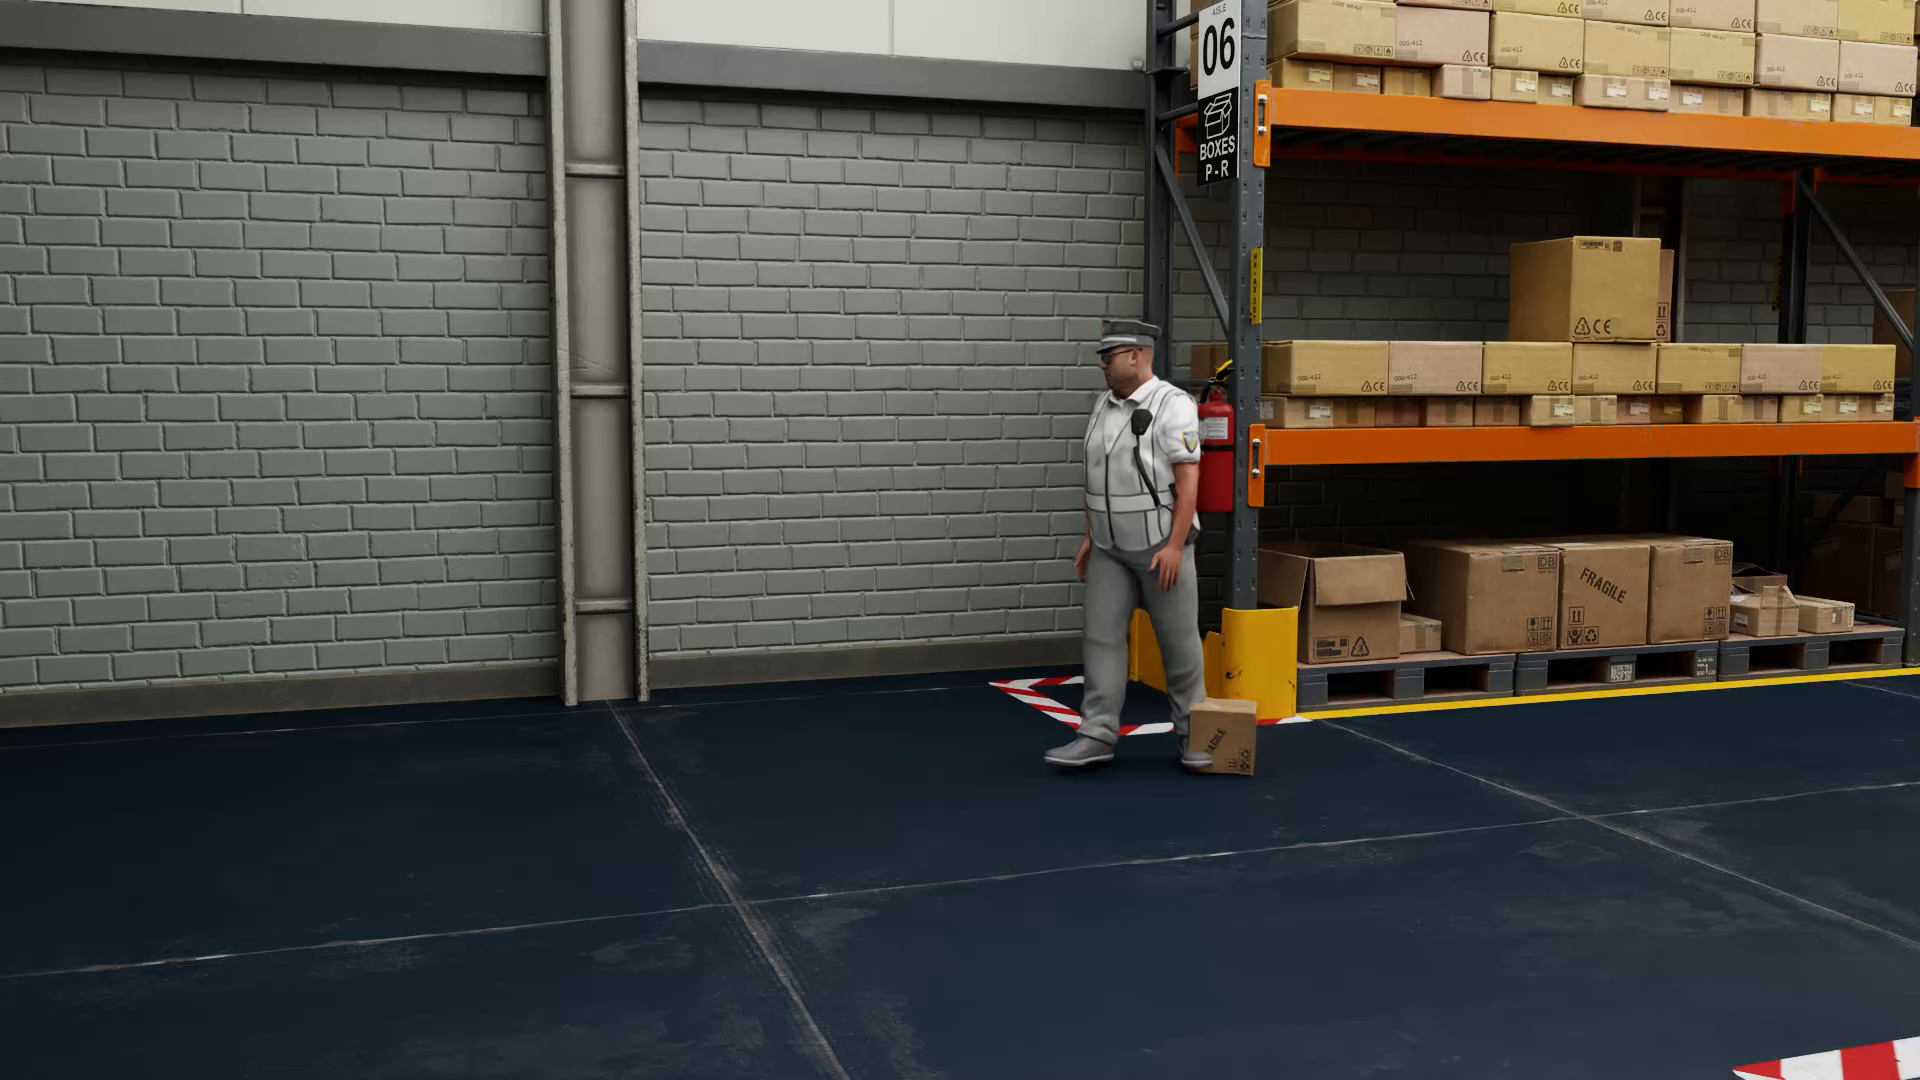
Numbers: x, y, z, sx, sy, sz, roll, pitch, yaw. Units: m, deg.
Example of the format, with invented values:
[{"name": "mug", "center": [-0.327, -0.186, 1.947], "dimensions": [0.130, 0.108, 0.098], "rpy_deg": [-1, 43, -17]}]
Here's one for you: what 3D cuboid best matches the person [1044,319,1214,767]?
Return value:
[{"name": "person", "center": [0.671, 0.015, 6.487], "dimensions": [0.590, 1.738, 0.624], "rpy_deg": [5, 8, 43]}]
